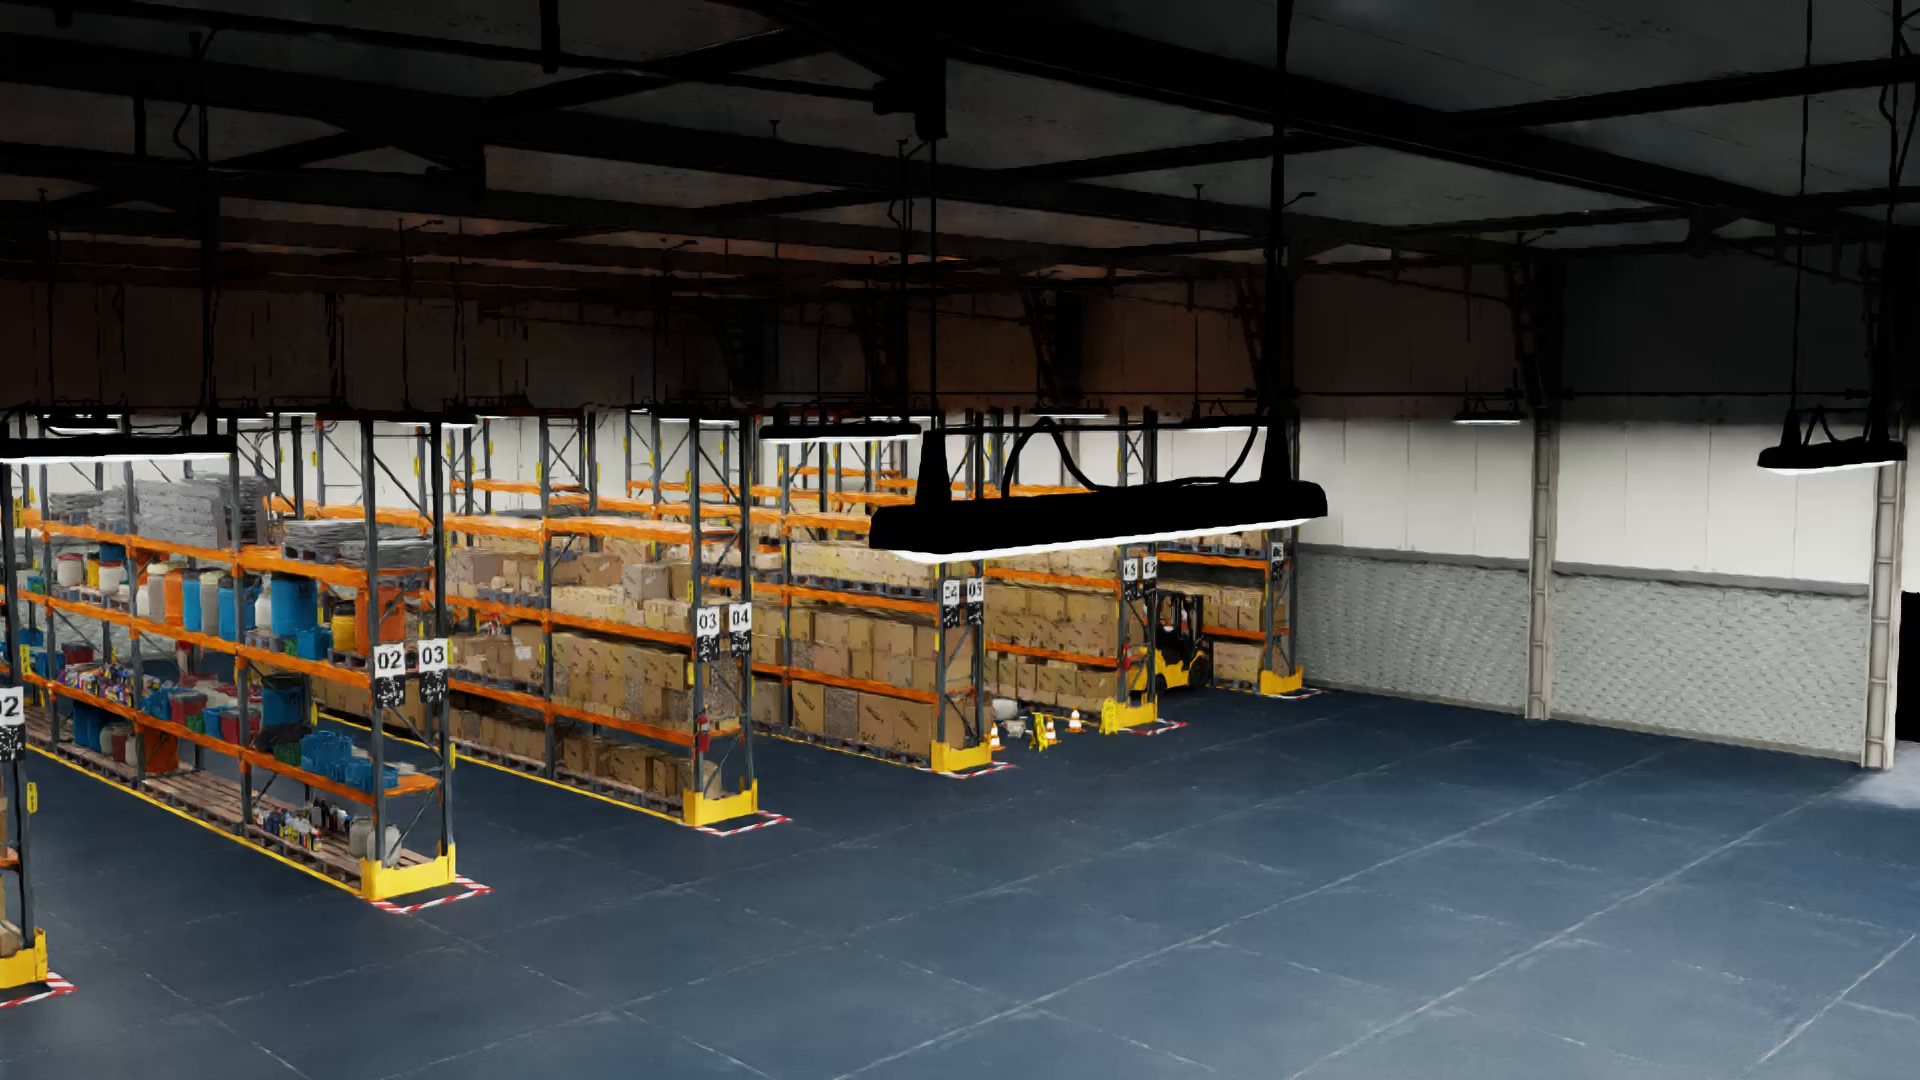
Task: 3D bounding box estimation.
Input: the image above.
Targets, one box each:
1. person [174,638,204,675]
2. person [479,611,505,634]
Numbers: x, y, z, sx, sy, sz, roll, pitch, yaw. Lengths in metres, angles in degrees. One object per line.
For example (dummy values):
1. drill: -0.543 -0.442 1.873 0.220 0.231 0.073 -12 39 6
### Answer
1. person: -16.338 2.369 35.236 0.561 1.678 0.942 -3 6 -29
2. person: -9.966 2.335 35.435 0.552 1.741 0.677 5 7 42
